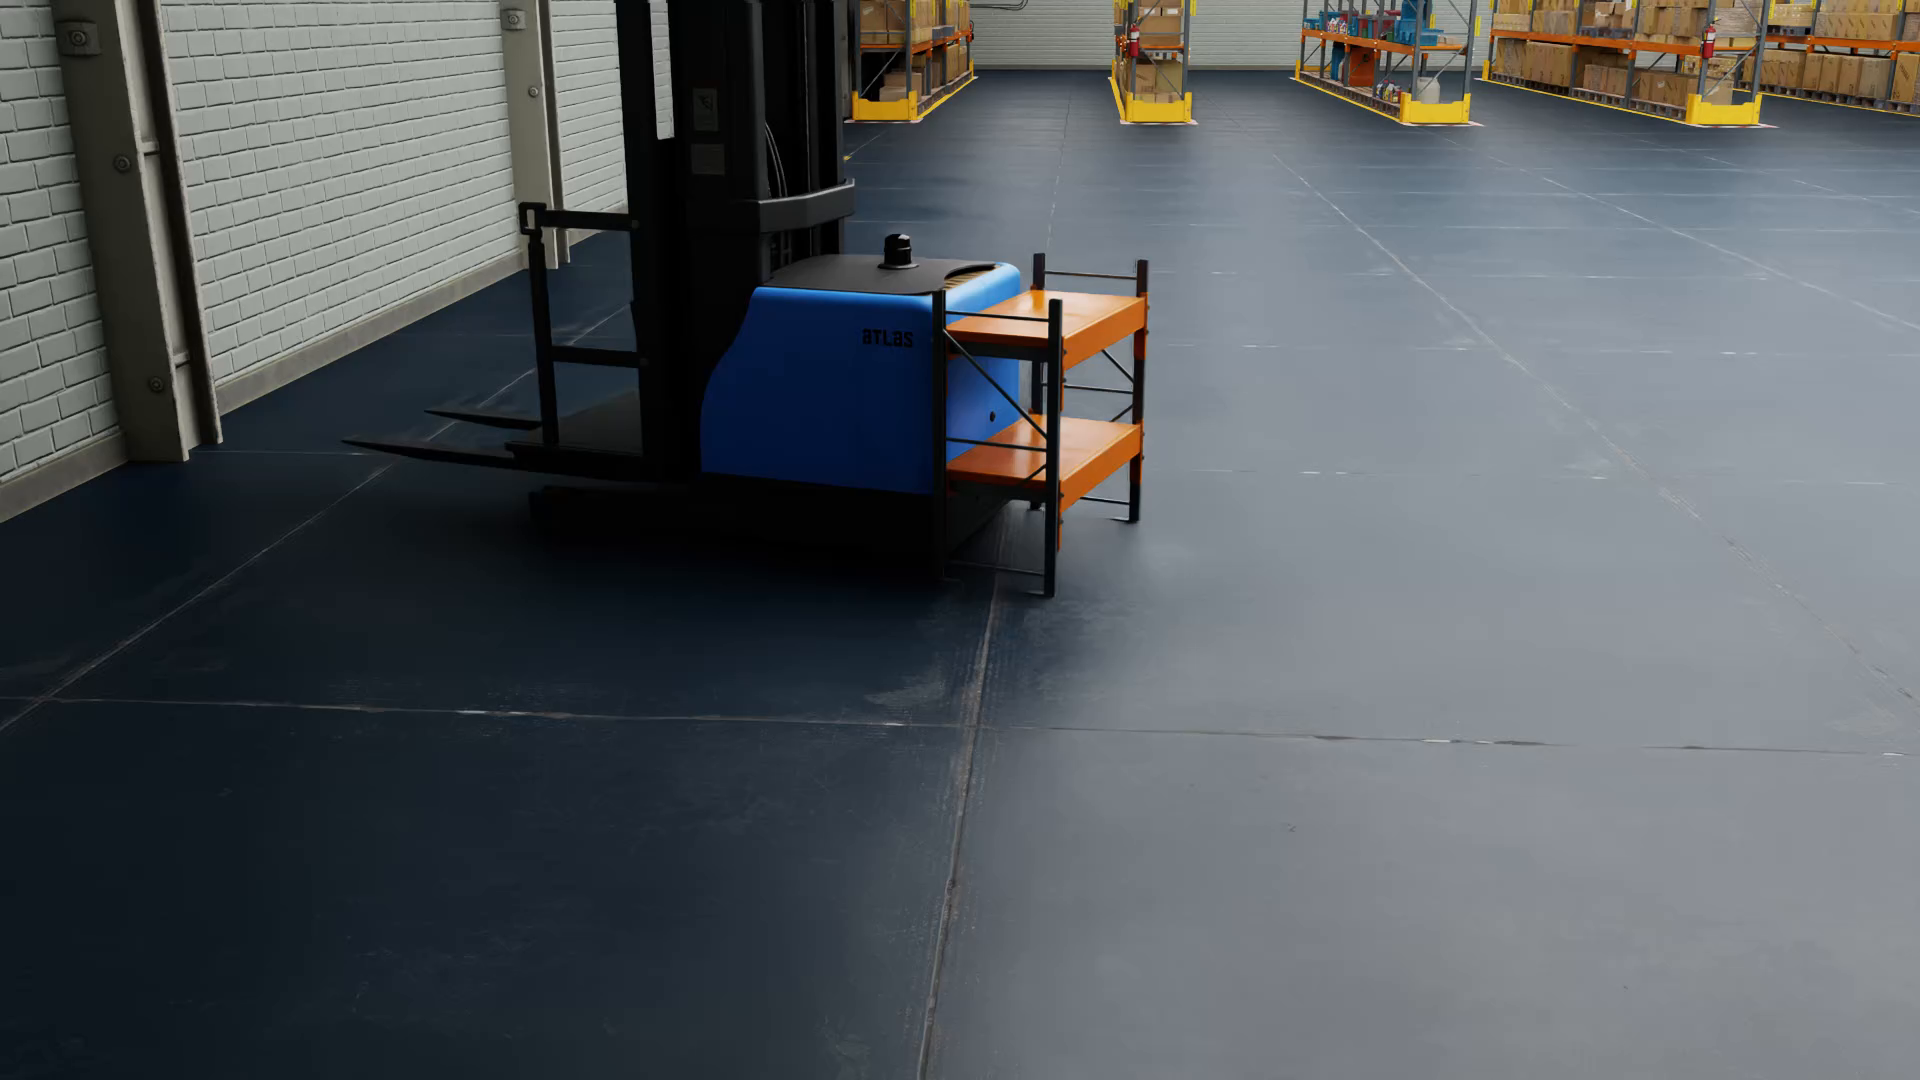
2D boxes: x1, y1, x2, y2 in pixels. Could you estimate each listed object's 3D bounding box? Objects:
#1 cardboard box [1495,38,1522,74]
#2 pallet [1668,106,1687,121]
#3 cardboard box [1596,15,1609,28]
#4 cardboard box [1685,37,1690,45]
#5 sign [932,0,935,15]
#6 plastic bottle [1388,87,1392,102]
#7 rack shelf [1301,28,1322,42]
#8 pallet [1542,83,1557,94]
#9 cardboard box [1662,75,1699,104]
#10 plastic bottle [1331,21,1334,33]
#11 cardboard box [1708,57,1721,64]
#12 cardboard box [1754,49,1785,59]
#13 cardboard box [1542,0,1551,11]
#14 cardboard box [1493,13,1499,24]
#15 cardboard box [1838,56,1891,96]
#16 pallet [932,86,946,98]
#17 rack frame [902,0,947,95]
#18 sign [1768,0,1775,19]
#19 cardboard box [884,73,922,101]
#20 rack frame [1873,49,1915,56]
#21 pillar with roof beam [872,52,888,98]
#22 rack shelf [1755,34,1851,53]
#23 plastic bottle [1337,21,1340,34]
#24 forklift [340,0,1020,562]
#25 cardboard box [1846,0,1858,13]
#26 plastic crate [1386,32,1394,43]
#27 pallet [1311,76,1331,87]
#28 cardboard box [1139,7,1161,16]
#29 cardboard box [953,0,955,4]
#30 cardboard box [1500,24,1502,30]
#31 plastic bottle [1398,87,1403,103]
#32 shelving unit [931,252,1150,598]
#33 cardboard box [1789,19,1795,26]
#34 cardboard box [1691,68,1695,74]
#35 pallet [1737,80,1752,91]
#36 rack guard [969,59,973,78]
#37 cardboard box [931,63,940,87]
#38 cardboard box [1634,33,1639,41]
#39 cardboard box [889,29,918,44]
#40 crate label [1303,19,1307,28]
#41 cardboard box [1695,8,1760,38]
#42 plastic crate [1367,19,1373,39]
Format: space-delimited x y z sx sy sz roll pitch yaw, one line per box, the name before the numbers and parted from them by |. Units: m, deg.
cardboard box | 14.621 -12.716 43.651 0.875 0.875 0.875 1 18 4
pallet | 13.539 -7.707 30.106 1.003 0.211 1.213 1 18 4
cardboard box | 13.664 -10.855 34.799 0.500 0.250 0.500 1 18 2
cardboard box | 13.273 -8.965 29.868 0.380 0.149 0.250 1 18 4
sign | -0.553 -10.733 33.471 0.100 0.325 0.005 1 18 4
plastic bottle | 8.250 -8.484 31.664 0.152 0.276 0.135 1 18 2
rack shelf | 9.504 -12.874 42.551 1.077 0.370 4.000 1 18 4
pallet | 14.236 -10.538 38.744 1.003 0.211 1.213 1 18 4
cardboard box | 13.659 -8.515 31.433 0.500 0.500 0.500 0 18 -1
plastic bottle | 8.845 -12.159 39.401 0.061 0.283 0.133 1 18 4
cardboard box | 19.076 -12.148 42.127 0.380 0.149 0.250 2 18 5
cardboard box | 18.888 -11.321 38.792 0.500 0.250 0.500 2 18 5
cardboard box | 14.263 -12.810 39.428 0.797 0.503 0.637 1 18 2
cardboard box | 14.284 -13.654 43.538 0.500 0.250 0.500 1 18 2
cardboard box | 18.695 -9.482 33.983 1.050 0.750 0.750 1 18 4
pallet | -0.866 -10.006 37.120 1.003 0.211 1.213 1 18 4
rack frame | -0.808 -11.574 37.427 1.000 3.000 0.127 1 18 4
sign | 13.981 -9.157 28.660 0.100 0.325 0.005 1 18 4
cardboard box | -1.099 -8.727 32.047 0.700 0.500 0.500 0 18 0
rack frame | 24.472 -13.505 43.322 1.000 3.000 0.127 1 18 4
pillar with roof beam | 2.530 -13.944 35.026 9.100 9.000 0.400 1 18 4
rack shelf | 19.097 -11.379 37.988 1.077 0.370 4.000 1 18 4
plastic bottle | 8.782 -11.886 38.568 0.061 0.283 0.133 1 18 4
forklift | -1.301 -1.573 7.015 3.031 2.935 1.130 7 19 19
cardboard box | 18.842 -11.167 34.419 0.700 0.500 0.500 1 18 3
plastic crate | 8.408 -9.594 31.726 0.450 0.188 0.662 1 18 4
pallet | 9.374 -11.499 41.677 1.003 0.211 1.213 1 18 4
cardboard box | 3.397 -9.458 29.769 0.380 0.149 0.250 1 18 3
cardboard box | -0.382 -12.903 39.609 0.500 0.250 0.500 2 18 5
cardboard box | 14.180 -13.264 42.989 0.380 0.149 0.250 1 18 3
plastic bottle | 8.346 -8.442 31.525 0.061 0.283 0.133 1 18 4
shelving unit | 0.338 -0.497 6.634 0.538 1.125 1.048 8 20 23
cardboard box | 18.550 -11.421 36.689 0.380 0.149 0.250 1 18 4
cardboard box | 19.233 -12.191 43.214 0.380 0.149 0.250 1 18 4
pallet | 19.186 -10.775 39.468 1.003 0.211 1.213 1 18 4
rack guard | -0.233 -12.878 45.422 1.175 0.500 0.348 1 18 4
cardboard box | -0.808 -10.370 37.062 0.700 0.500 0.500 2 18 5
cardboard box | 13.412 -9.820 32.479 0.380 0.149 0.250 1 18 4
cardboard box | -1.030 -9.172 30.305 0.500 0.250 0.500 1 18 2
crate label | 9.301 -13.717 44.140 0.416 0.233 0.303 1 18 4
cardboard box | 13.507 -9.116 29.289 0.875 0.500 0.500 1 18 4
plastic crate | 8.556 -10.452 34.030 0.392 0.384 0.575 1 18 4
